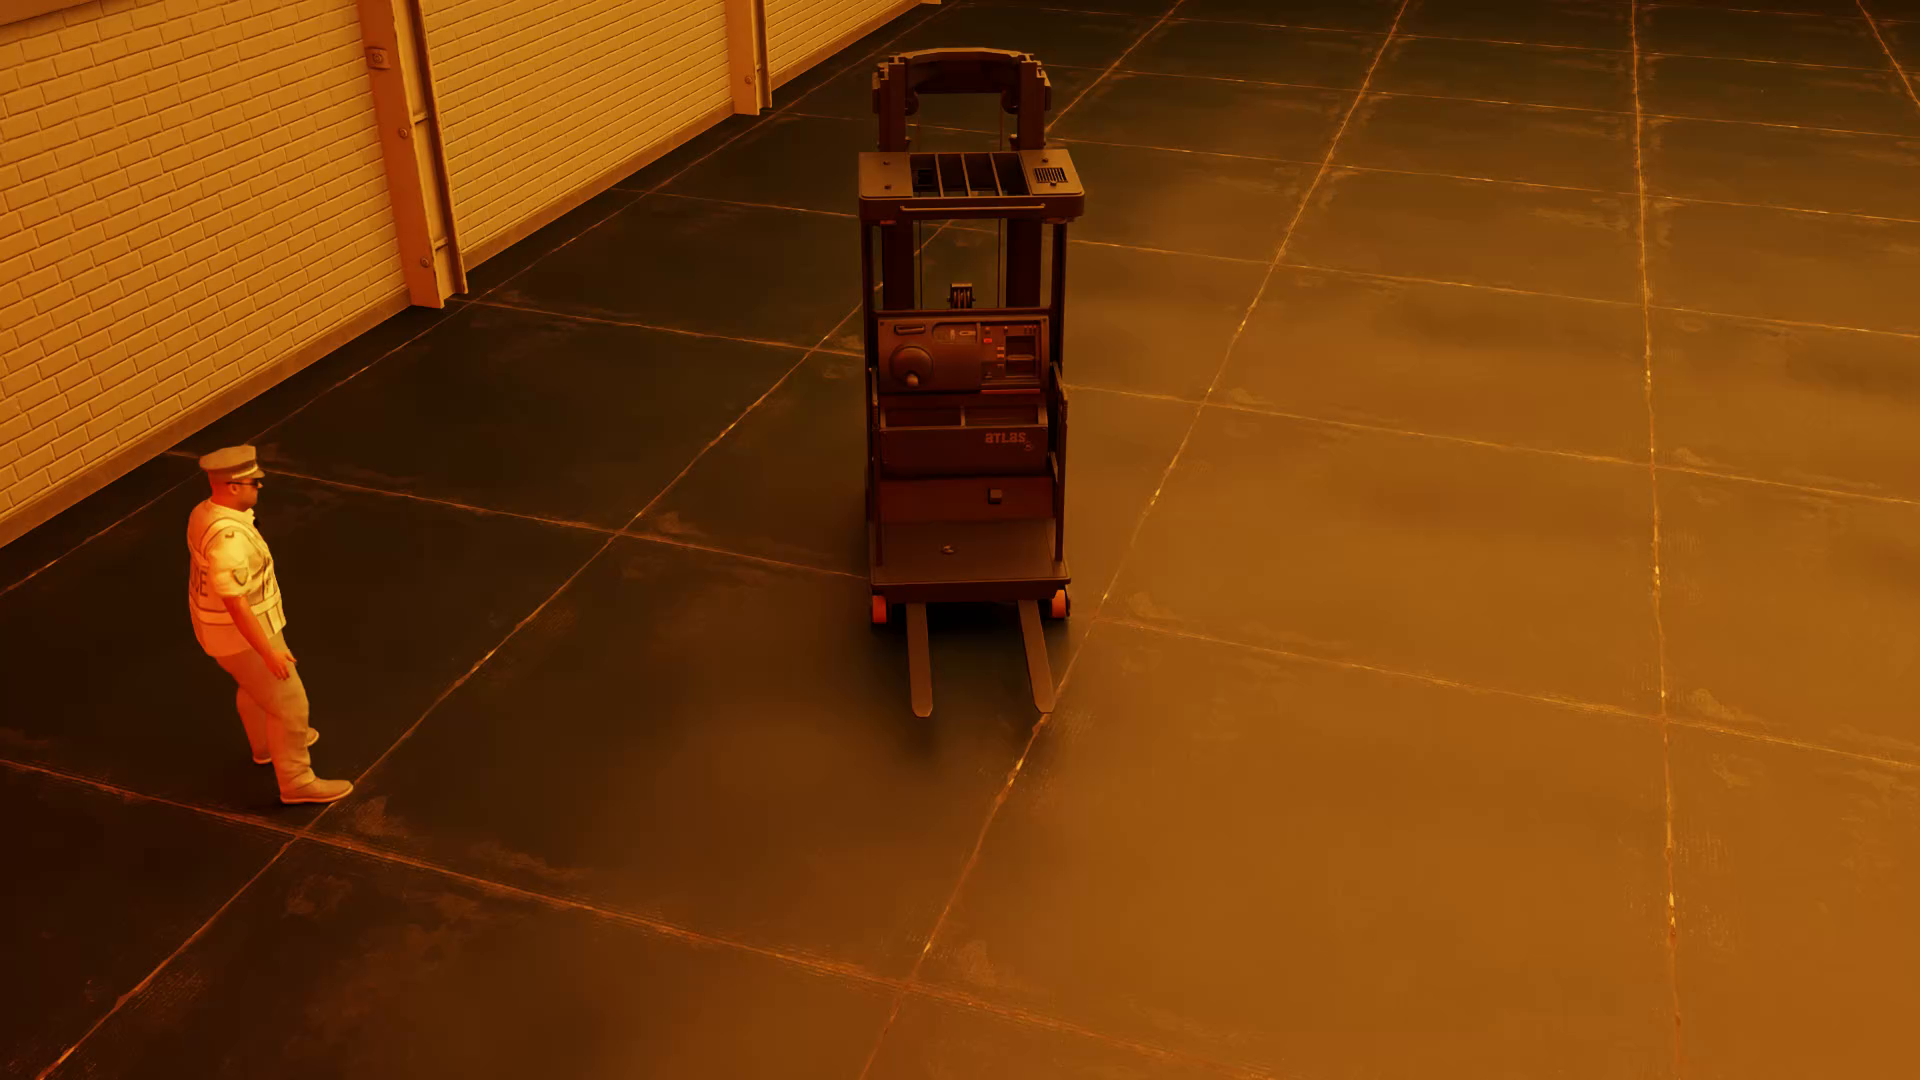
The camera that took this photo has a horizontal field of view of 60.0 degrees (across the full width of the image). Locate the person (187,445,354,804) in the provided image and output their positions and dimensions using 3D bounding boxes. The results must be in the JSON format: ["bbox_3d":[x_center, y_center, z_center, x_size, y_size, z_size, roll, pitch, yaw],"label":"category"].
[{"bbox_3d":[-3.244,0.405,7.624,0.463,1.751,0.664,-19,35,-29],"label":"person"}]

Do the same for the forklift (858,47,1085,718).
[{"bbox_3d":[0.035,-0.972,8.842,1.130,2.935,3.031,-2,30,-3],"label":"forklift"}]
